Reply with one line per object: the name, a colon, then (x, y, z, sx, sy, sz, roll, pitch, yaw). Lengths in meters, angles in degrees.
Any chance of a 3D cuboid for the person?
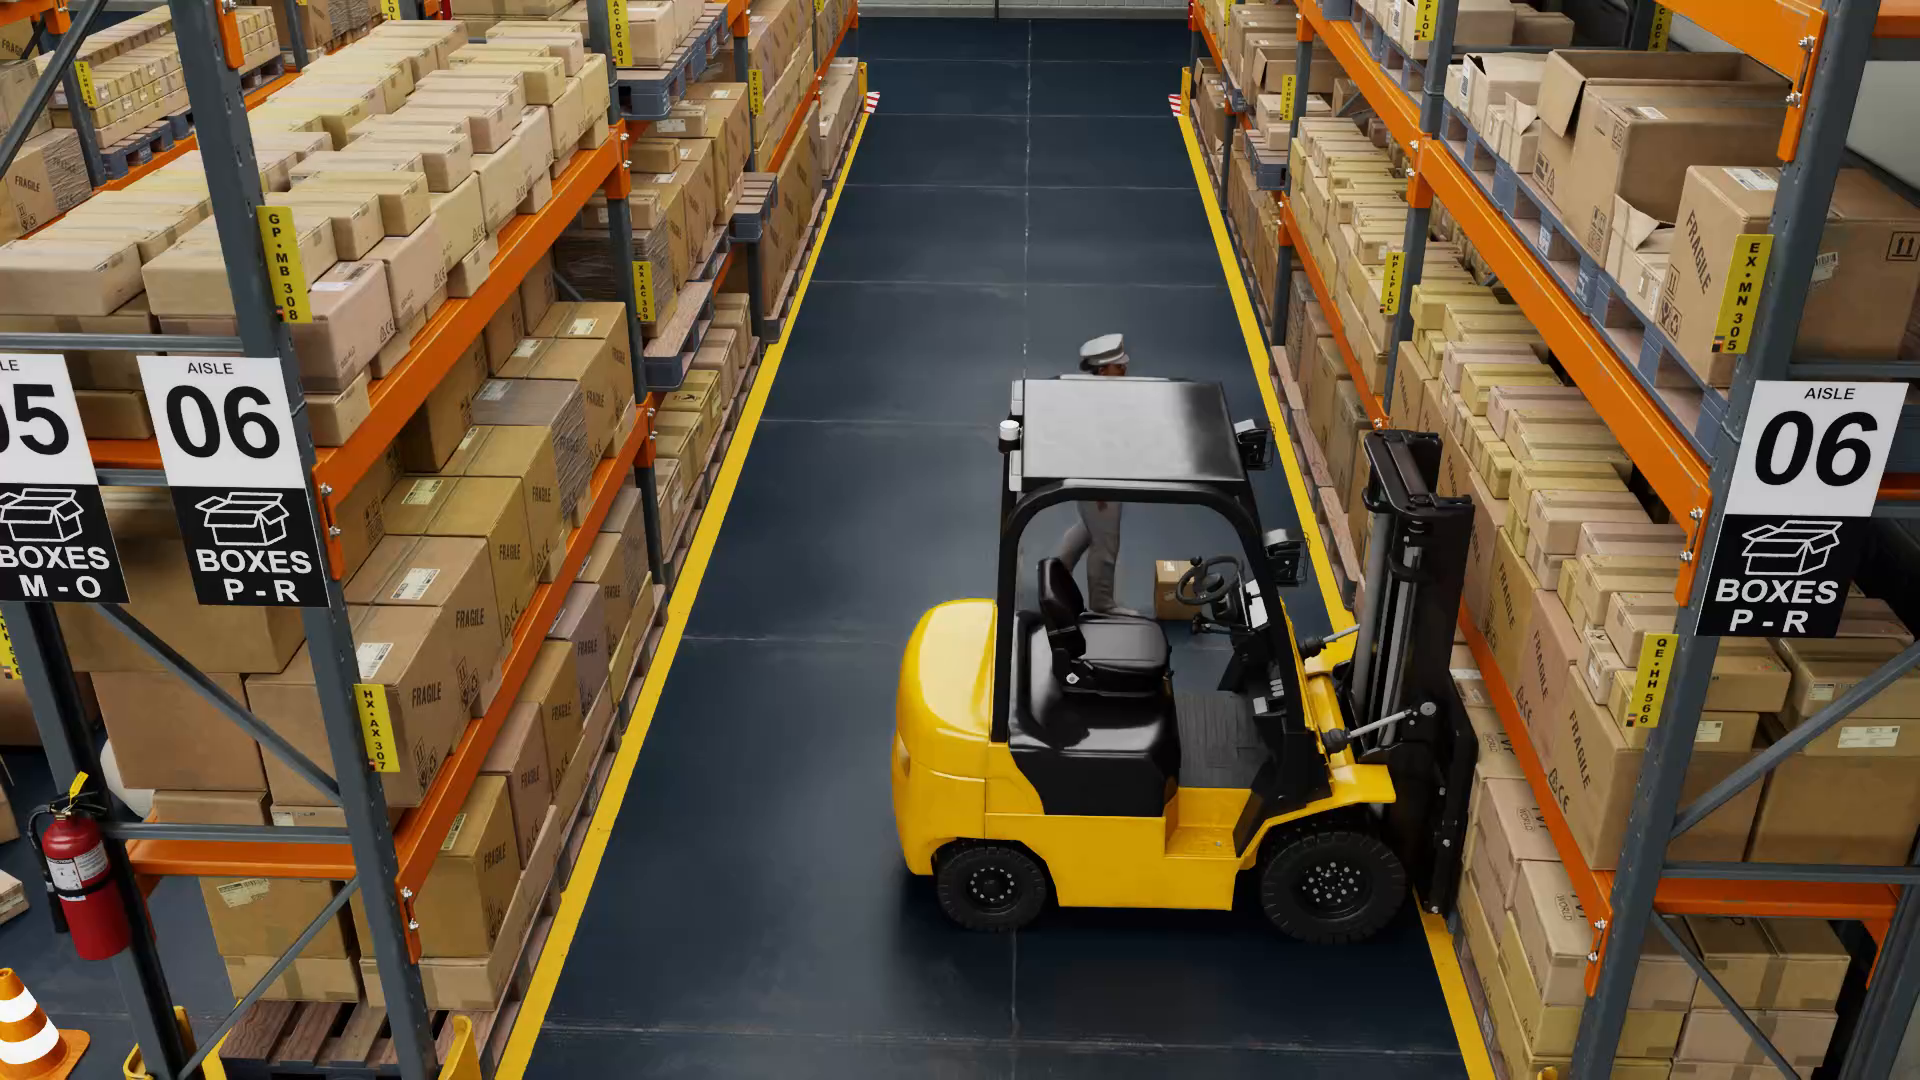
person: (0.762, -0.327, 9.284, 0.554, 1.750, 0.486, 2, 28, 3)
